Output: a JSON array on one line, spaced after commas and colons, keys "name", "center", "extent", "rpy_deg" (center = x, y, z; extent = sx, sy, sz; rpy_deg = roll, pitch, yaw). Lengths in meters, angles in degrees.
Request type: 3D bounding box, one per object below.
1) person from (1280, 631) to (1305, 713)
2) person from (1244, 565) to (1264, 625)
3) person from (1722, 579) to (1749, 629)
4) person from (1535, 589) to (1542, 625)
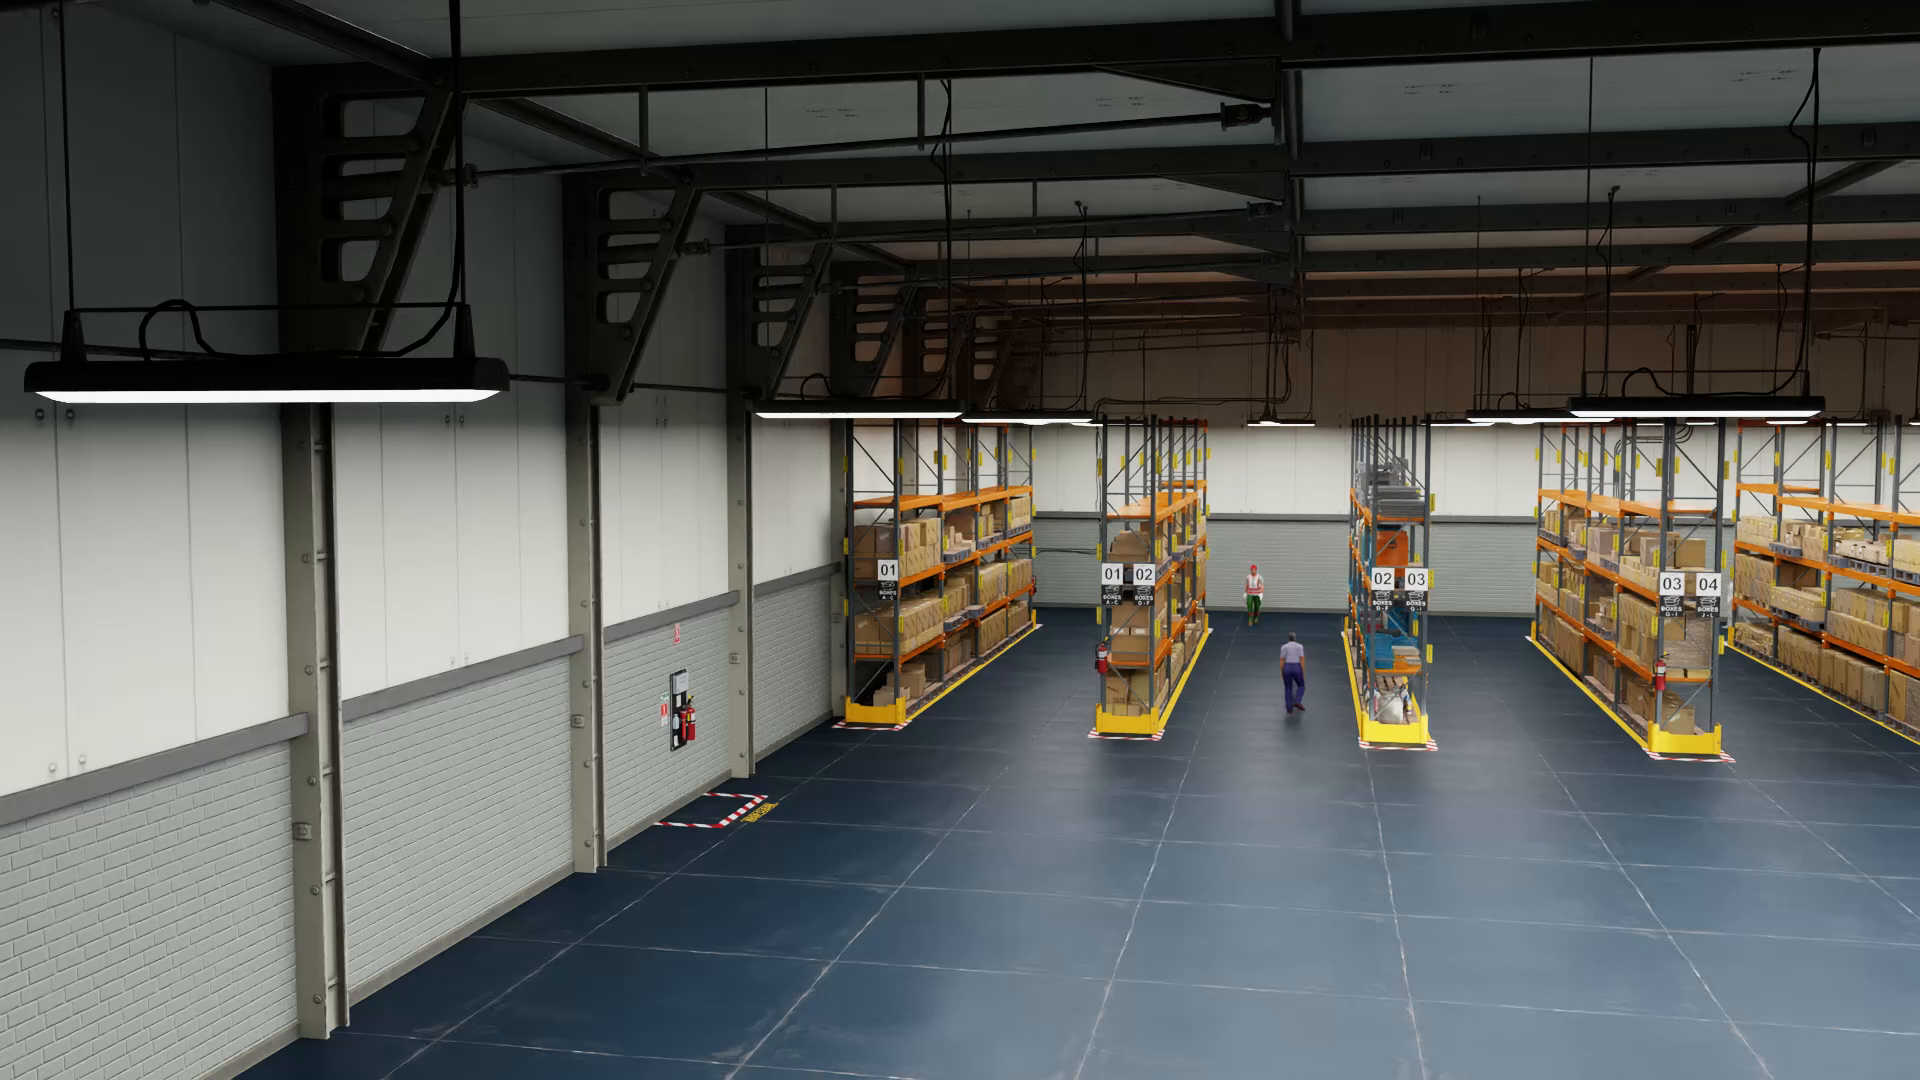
[{"name": "person", "center": [6.711, 2.666, 33.524], "extent": [0.527, 1.638, 0.462], "rpy_deg": [1, 4, 20]}, {"name": "person", "center": [8.565, 1.596, 48.515], "extent": [0.589, 1.724, 1.034], "rpy_deg": [1, 4, 13]}, {"name": "person", "center": [22.227, 1.720, 47.599], "extent": [0.970, 1.638, 0.479], "rpy_deg": [-1, 4, -11]}, {"name": "person", "center": [16.922, 1.686, 48.045], "extent": [0.503, 1.646, 0.836], "rpy_deg": [0, 4, -4]}]
